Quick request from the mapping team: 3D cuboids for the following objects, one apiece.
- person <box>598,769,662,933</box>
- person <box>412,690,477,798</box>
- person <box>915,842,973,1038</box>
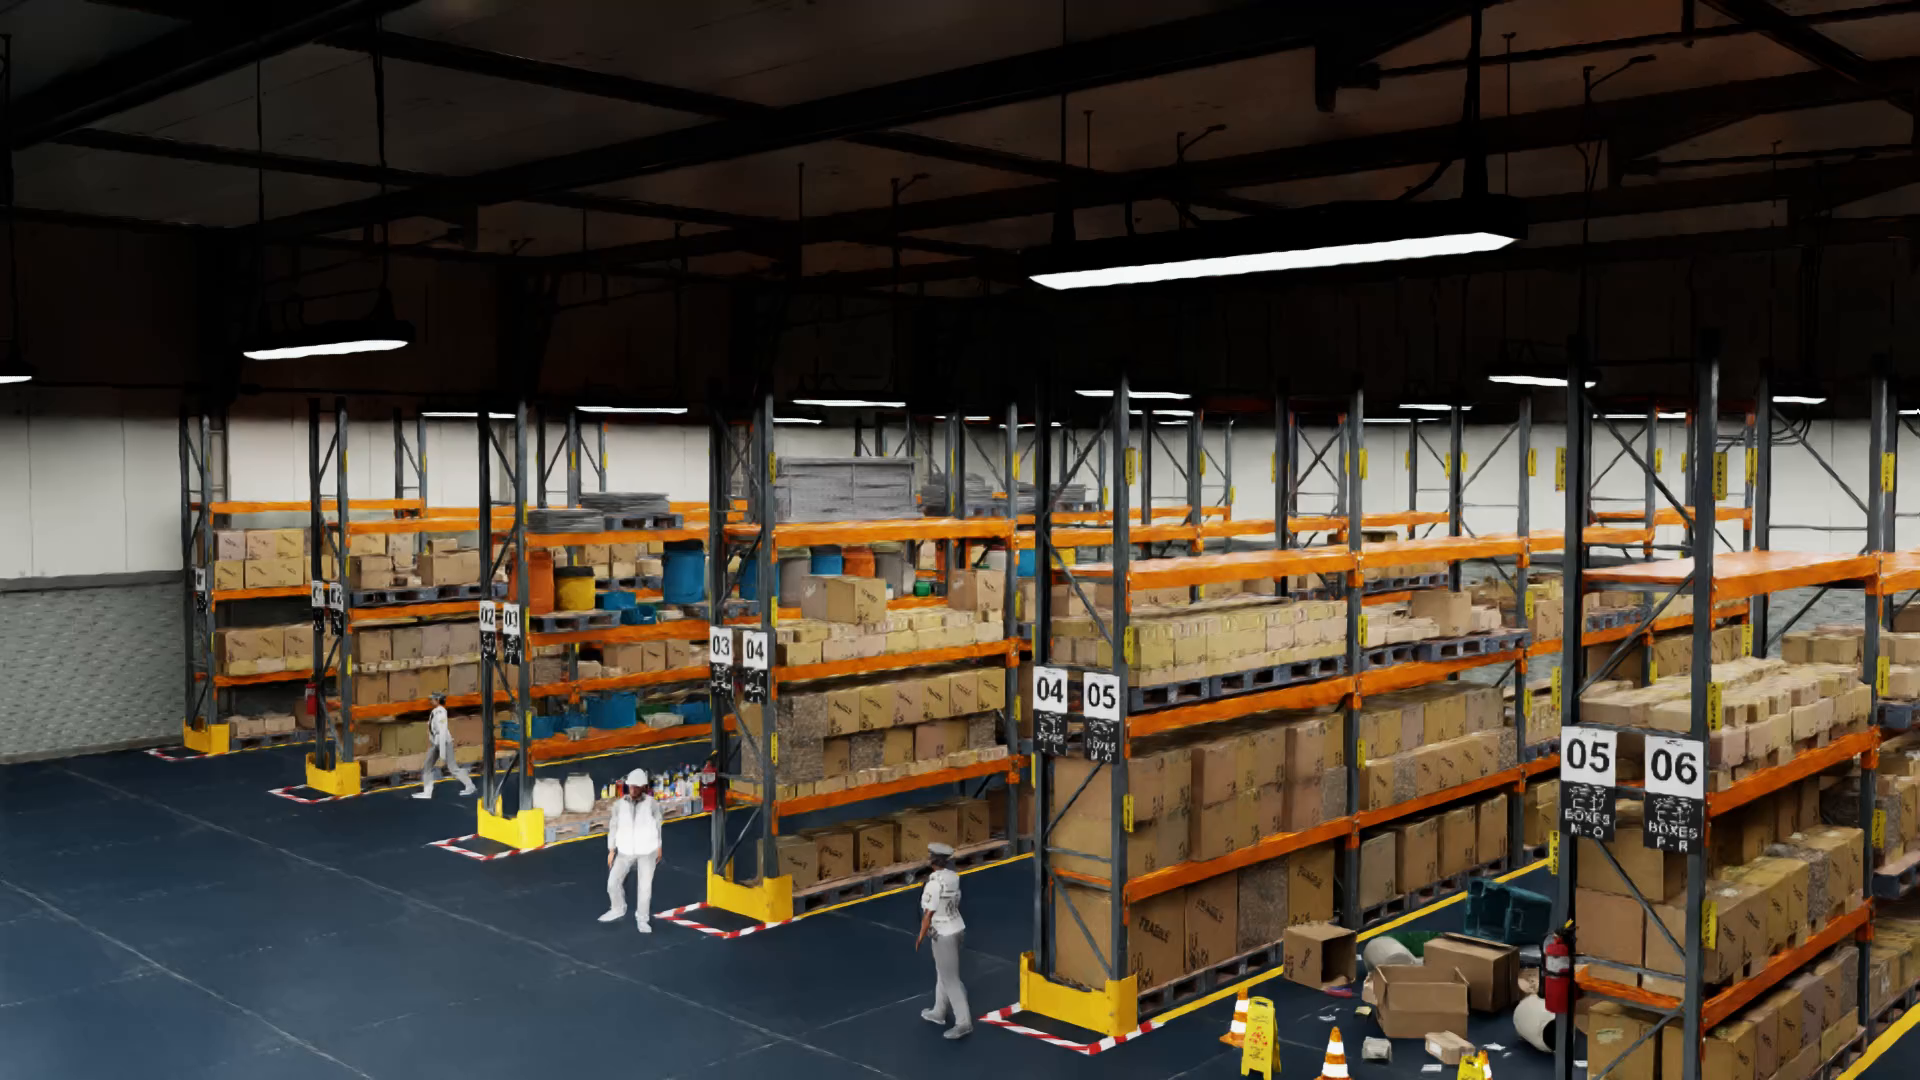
[{"bbox_3d":[-3.591,3.336,17.990,0.722,1.763,0.519,0,3,1],"label":"person"},{"bbox_3d":[-7.678,3.040,24.767,0.909,1.625,0.503,-2,3,-31],"label":"person"},{"bbox_3d":[-0.142,3.545,14.848,0.624,1.646,0.557,1,3,24],"label":"person"}]
